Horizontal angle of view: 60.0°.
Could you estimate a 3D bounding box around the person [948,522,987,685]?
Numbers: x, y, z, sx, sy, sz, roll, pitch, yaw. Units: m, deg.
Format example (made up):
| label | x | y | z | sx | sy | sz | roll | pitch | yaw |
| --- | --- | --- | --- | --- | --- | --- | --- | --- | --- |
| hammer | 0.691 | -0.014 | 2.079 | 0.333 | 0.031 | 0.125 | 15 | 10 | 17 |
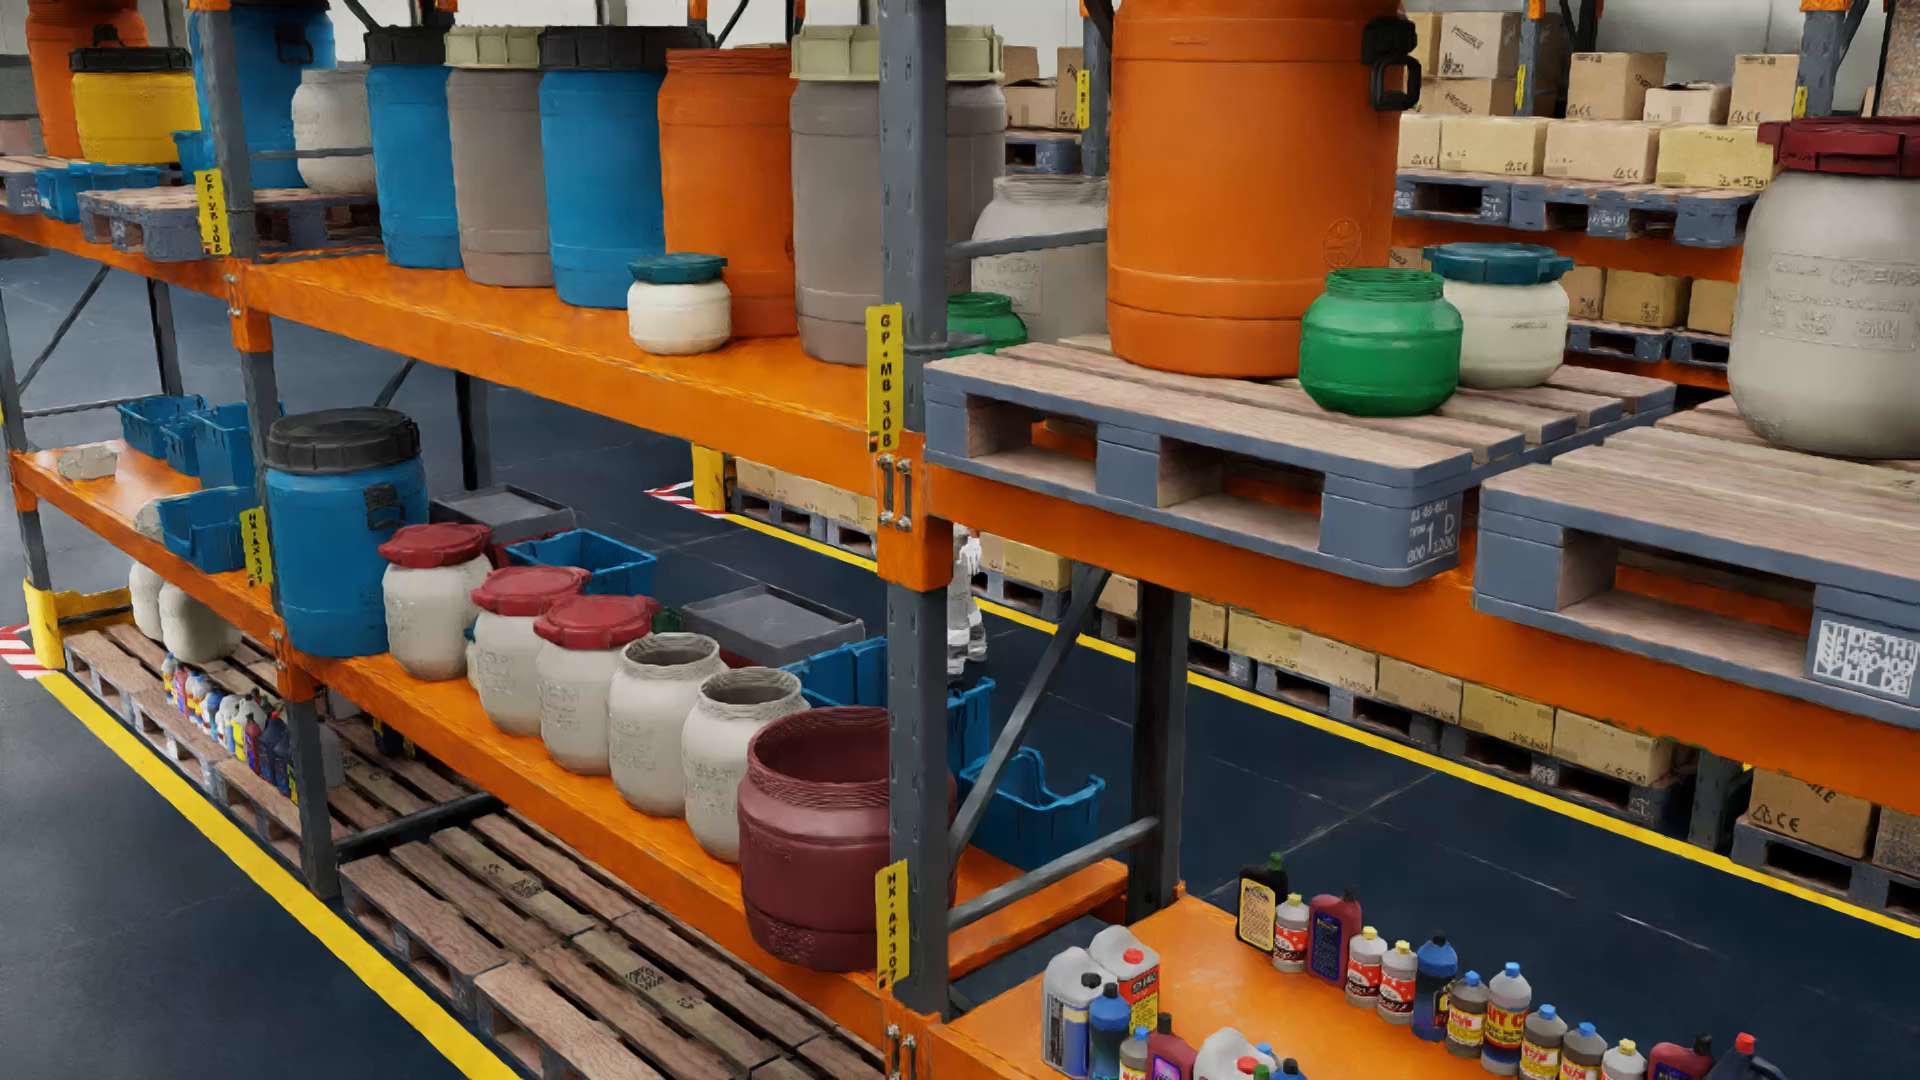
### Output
| label | x | y | z | sx | sy | sz | roll | pitch | yaw |
| --- | --- | --- | --- | --- | --- | --- | --- | --- | --- |
| person | -0.028 | -0.036 | 9.605 | 0.536 | 1.786 | 0.752 | -7 | 18 | -21 |
